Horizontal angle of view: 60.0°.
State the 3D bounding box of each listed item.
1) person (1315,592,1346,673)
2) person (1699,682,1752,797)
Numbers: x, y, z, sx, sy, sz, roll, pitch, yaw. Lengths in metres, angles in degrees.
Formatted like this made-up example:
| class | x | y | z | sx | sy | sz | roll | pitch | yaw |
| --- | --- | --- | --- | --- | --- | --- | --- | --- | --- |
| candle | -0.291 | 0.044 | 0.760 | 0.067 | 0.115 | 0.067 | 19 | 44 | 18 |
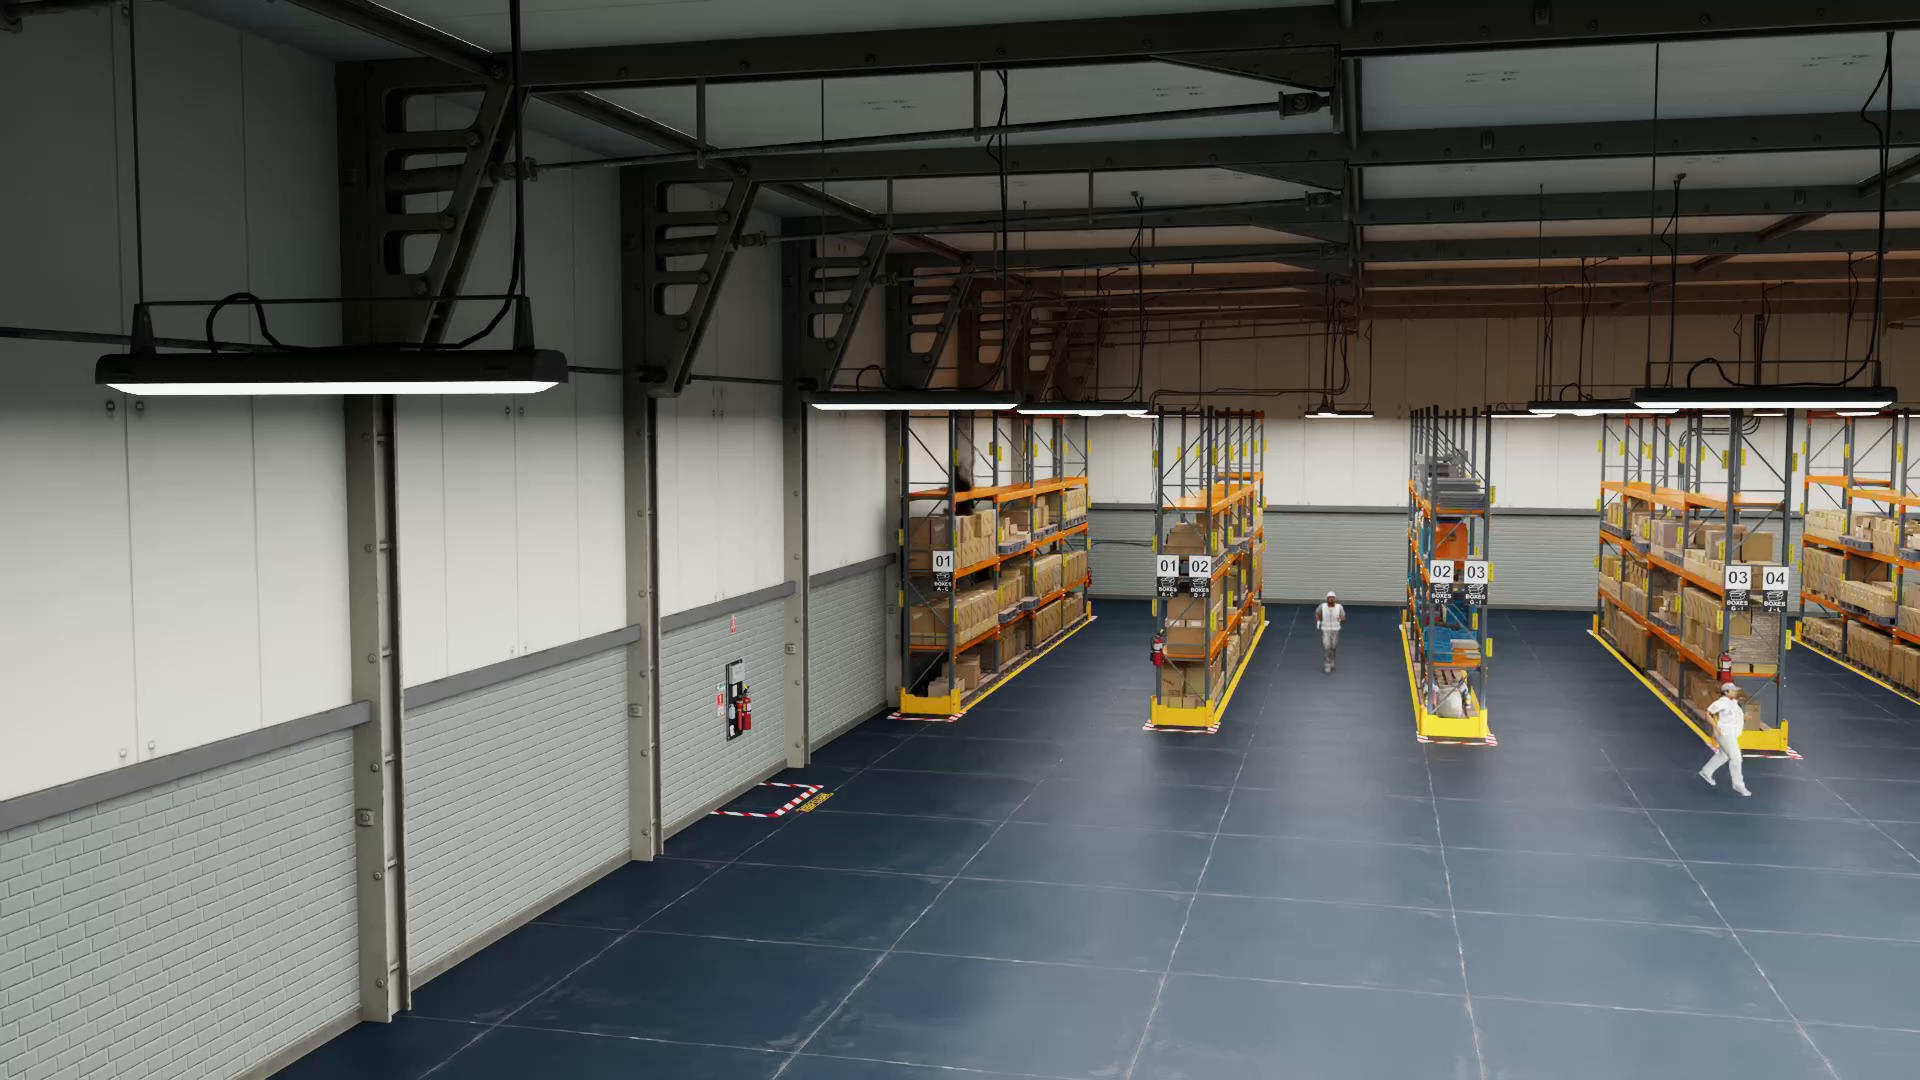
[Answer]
| class | x | y | z | sx | sy | sz | roll | pitch | yaw |
| --- | --- | --- | --- | --- | --- | --- | --- | --- | --- |
| person | 8.493 | 2.090 | 38.104 | 0.667 | 1.819 | 0.817 | 1 | 4 | 7 |
| person | 11.843 | 3.040 | 25.667 | 0.847 | 1.701 | 0.592 | 4 | 6 | 45 |
